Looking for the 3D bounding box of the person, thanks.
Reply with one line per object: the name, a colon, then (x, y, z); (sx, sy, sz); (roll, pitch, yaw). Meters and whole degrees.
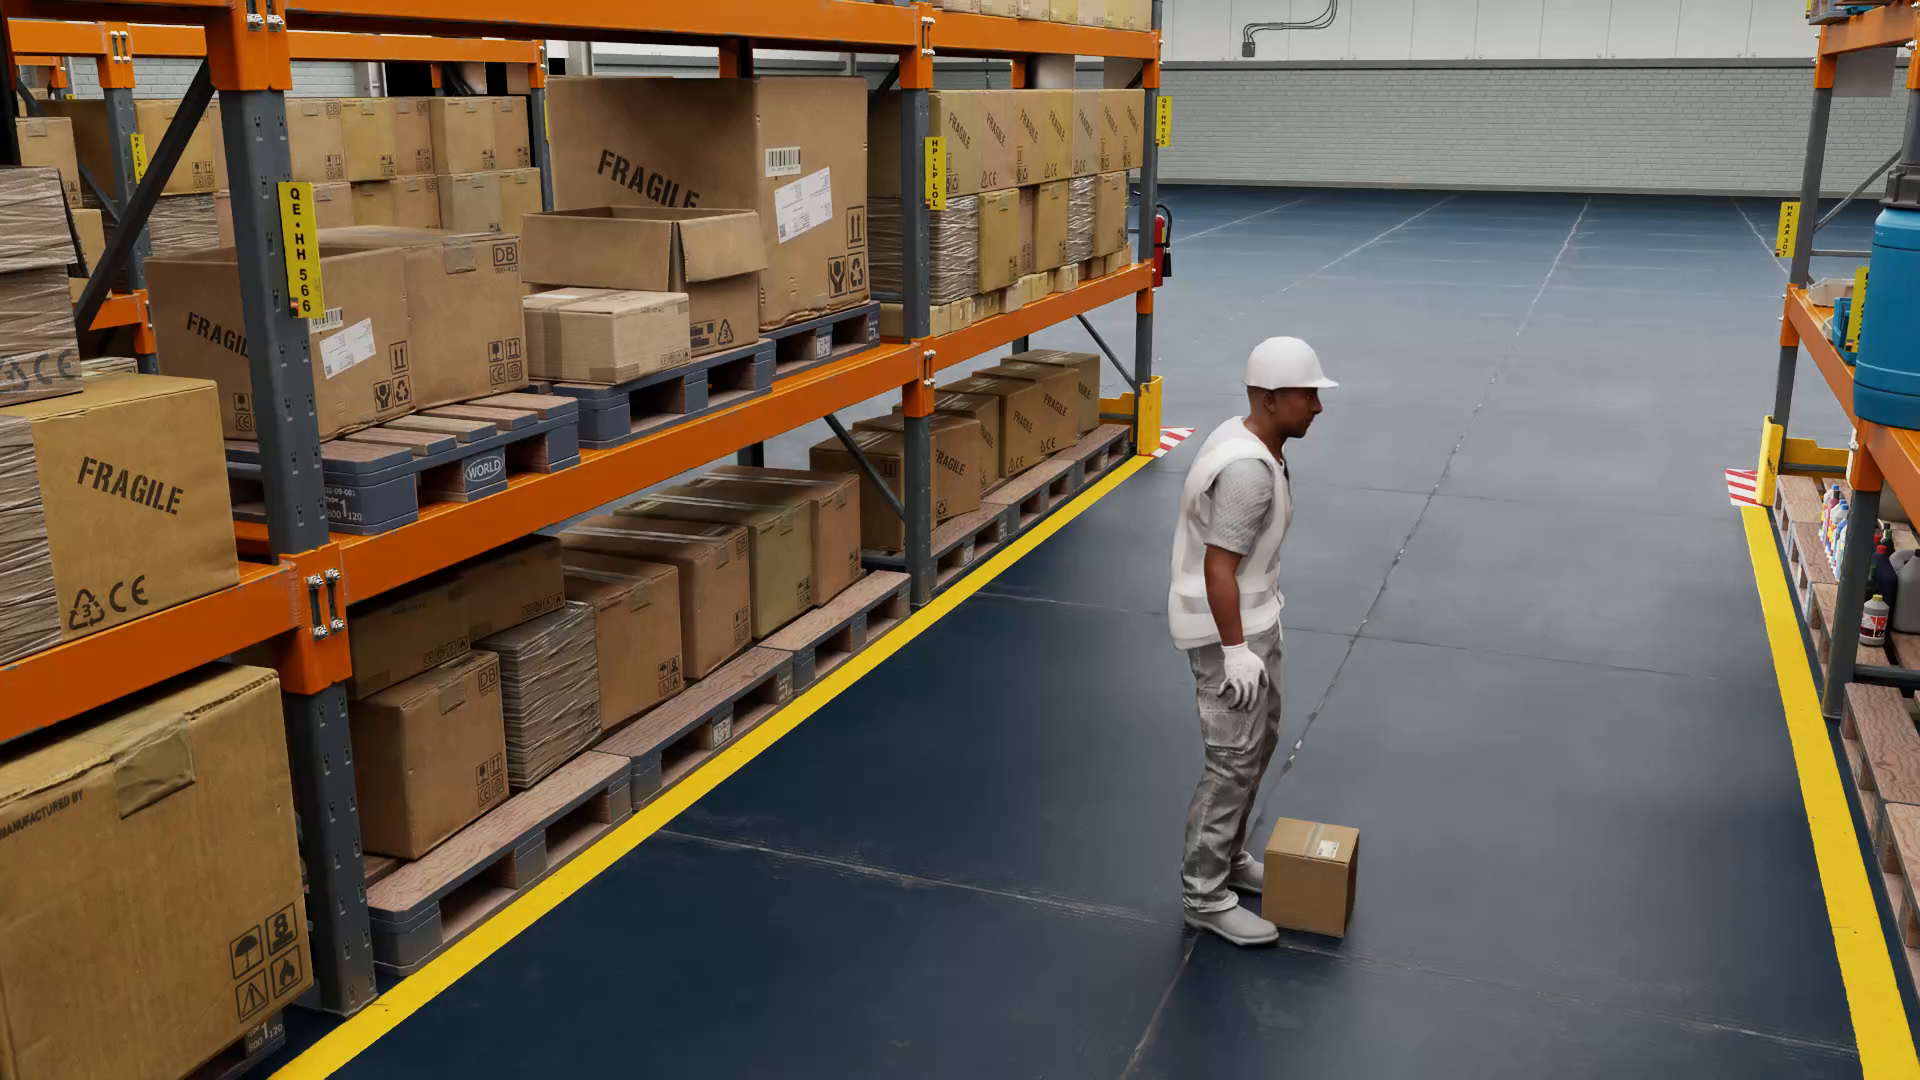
person: (0.859, 0.277, 4.987); (0.452, 1.773, 0.625); (5, 16, 17)
